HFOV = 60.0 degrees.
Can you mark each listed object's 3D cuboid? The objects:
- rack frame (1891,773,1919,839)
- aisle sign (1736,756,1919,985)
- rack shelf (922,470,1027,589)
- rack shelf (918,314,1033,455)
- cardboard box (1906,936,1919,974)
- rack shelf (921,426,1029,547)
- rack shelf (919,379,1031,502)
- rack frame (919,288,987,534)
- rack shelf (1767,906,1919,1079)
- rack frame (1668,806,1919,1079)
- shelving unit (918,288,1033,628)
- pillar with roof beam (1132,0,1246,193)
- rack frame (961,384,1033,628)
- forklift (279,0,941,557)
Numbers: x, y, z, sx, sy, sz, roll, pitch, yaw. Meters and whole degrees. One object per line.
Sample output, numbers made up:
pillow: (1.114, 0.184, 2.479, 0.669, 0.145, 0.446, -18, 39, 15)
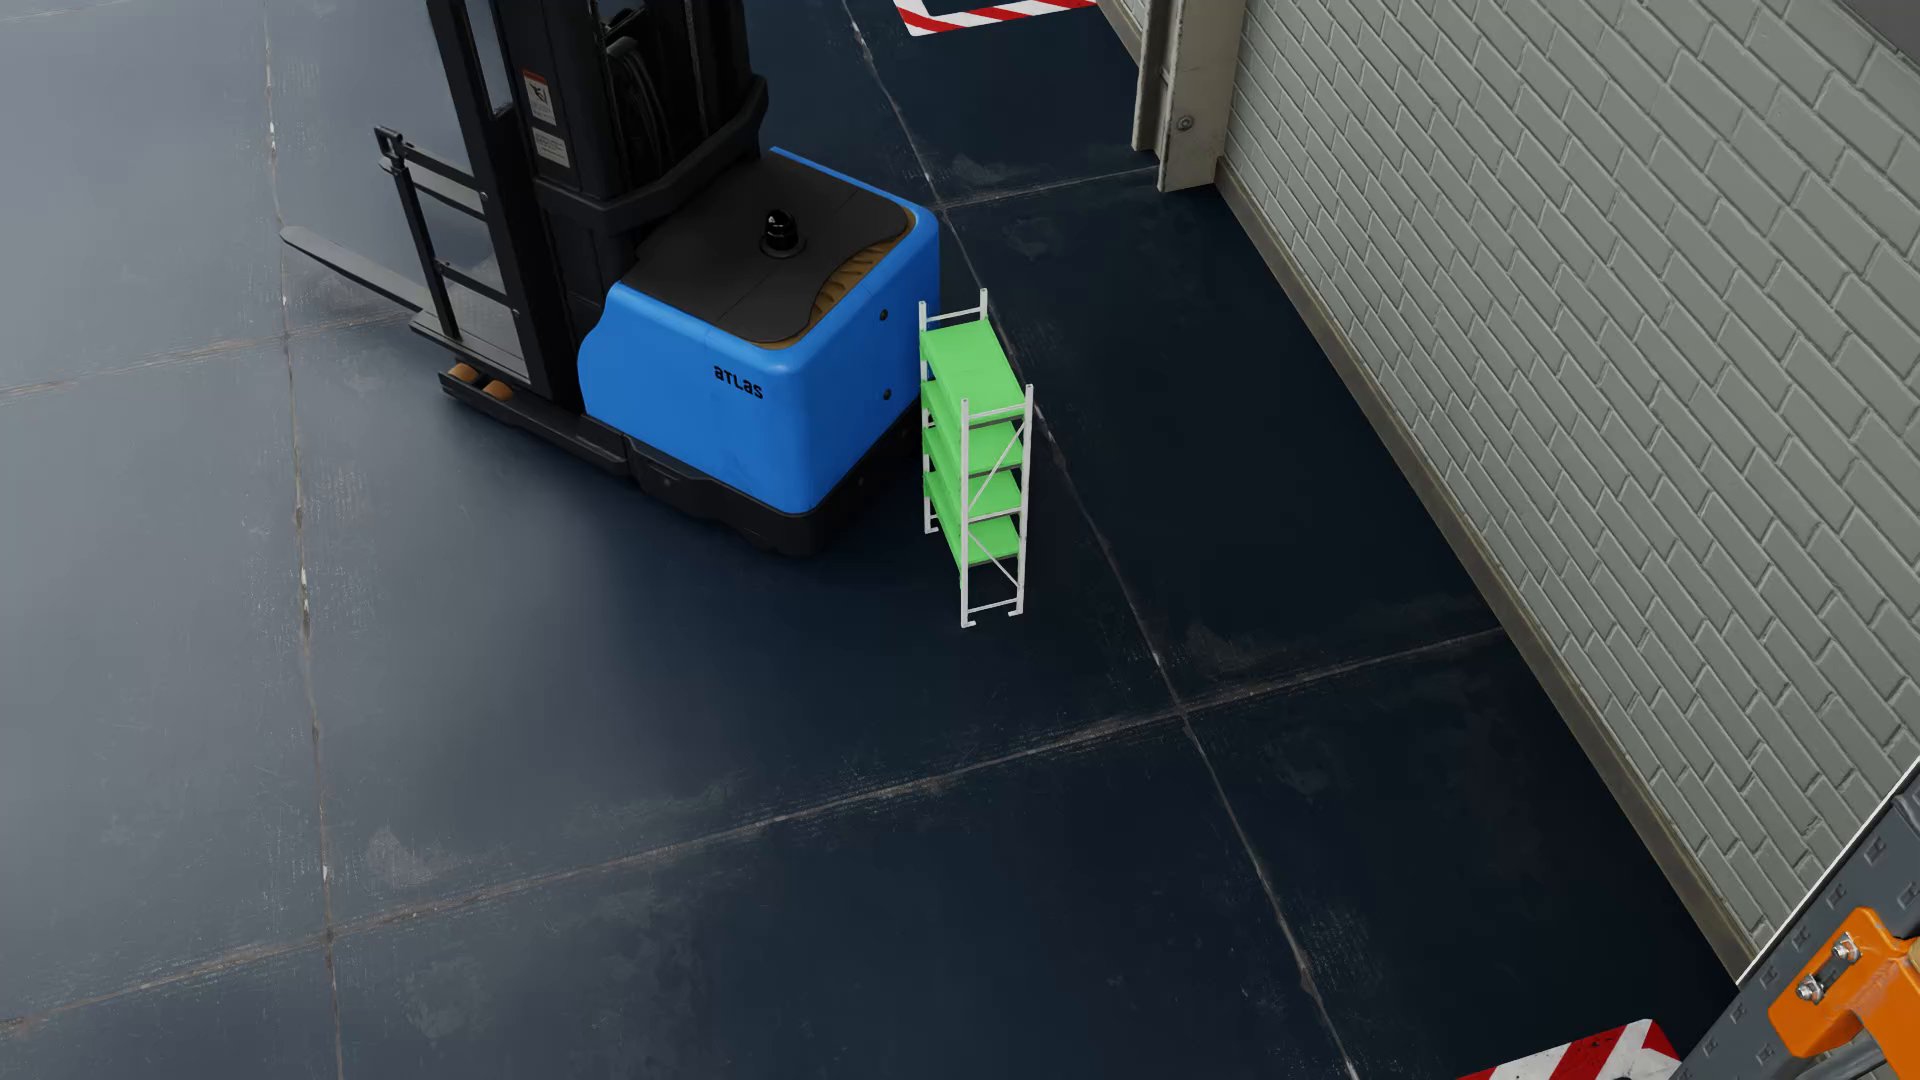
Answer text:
rack frame: (1.789, -0.670, 1.219, 1.000, 3.000, 0.127, -13, 51, -11)
aisle sign: (1.481, 0.441, 2.506, 0.394, 0.787, 0.004, -13, 51, -11)
rack shelf: (0.049, -0.070, 6.211, 0.258, 0.148, 0.480, -13, 51, -11)
rack shelf: (0.049, -0.534, 5.661, 0.258, 0.148, 0.480, -13, 51, -11)
cardboard box: (1.649, 0.559, 2.066, 0.500, 0.500, 0.500, -12, 51, -10)
rack shelf: (0.049, -0.225, 6.028, 0.258, 0.148, 0.480, -13, 51, -11)
rack shelf: (0.049, -0.379, 5.844, 0.258, 0.148, 0.480, -13, 51, -11)
rack frame: (-0.023, -0.444, 6.129, 0.240, 1.200, 0.015, -13, 51, -11)
rack shelf: (2.380, 1.989, 1.409, 1.077, 0.370, 4.000, -13, 51, -11)
rack frame: (1.789, 1.264, 3.512, 1.000, 3.000, 0.127, -13, 51, -11)
shelving unit: (0.049, -0.266, 5.979, 0.258, 1.200, 0.503, -13, 51, -11)
pillar with roof beam: (-3.065, -3.763, 3.826, 9.100, 9.000, 0.400, -13, 51, -11)
rack frame: (0.121, -0.088, 5.829, 0.240, 1.200, 0.015, -13, 51, -11)
forklift: (-1.580, -1.760, 6.106, 3.031, 2.935, 1.130, 26, 55, 20)
